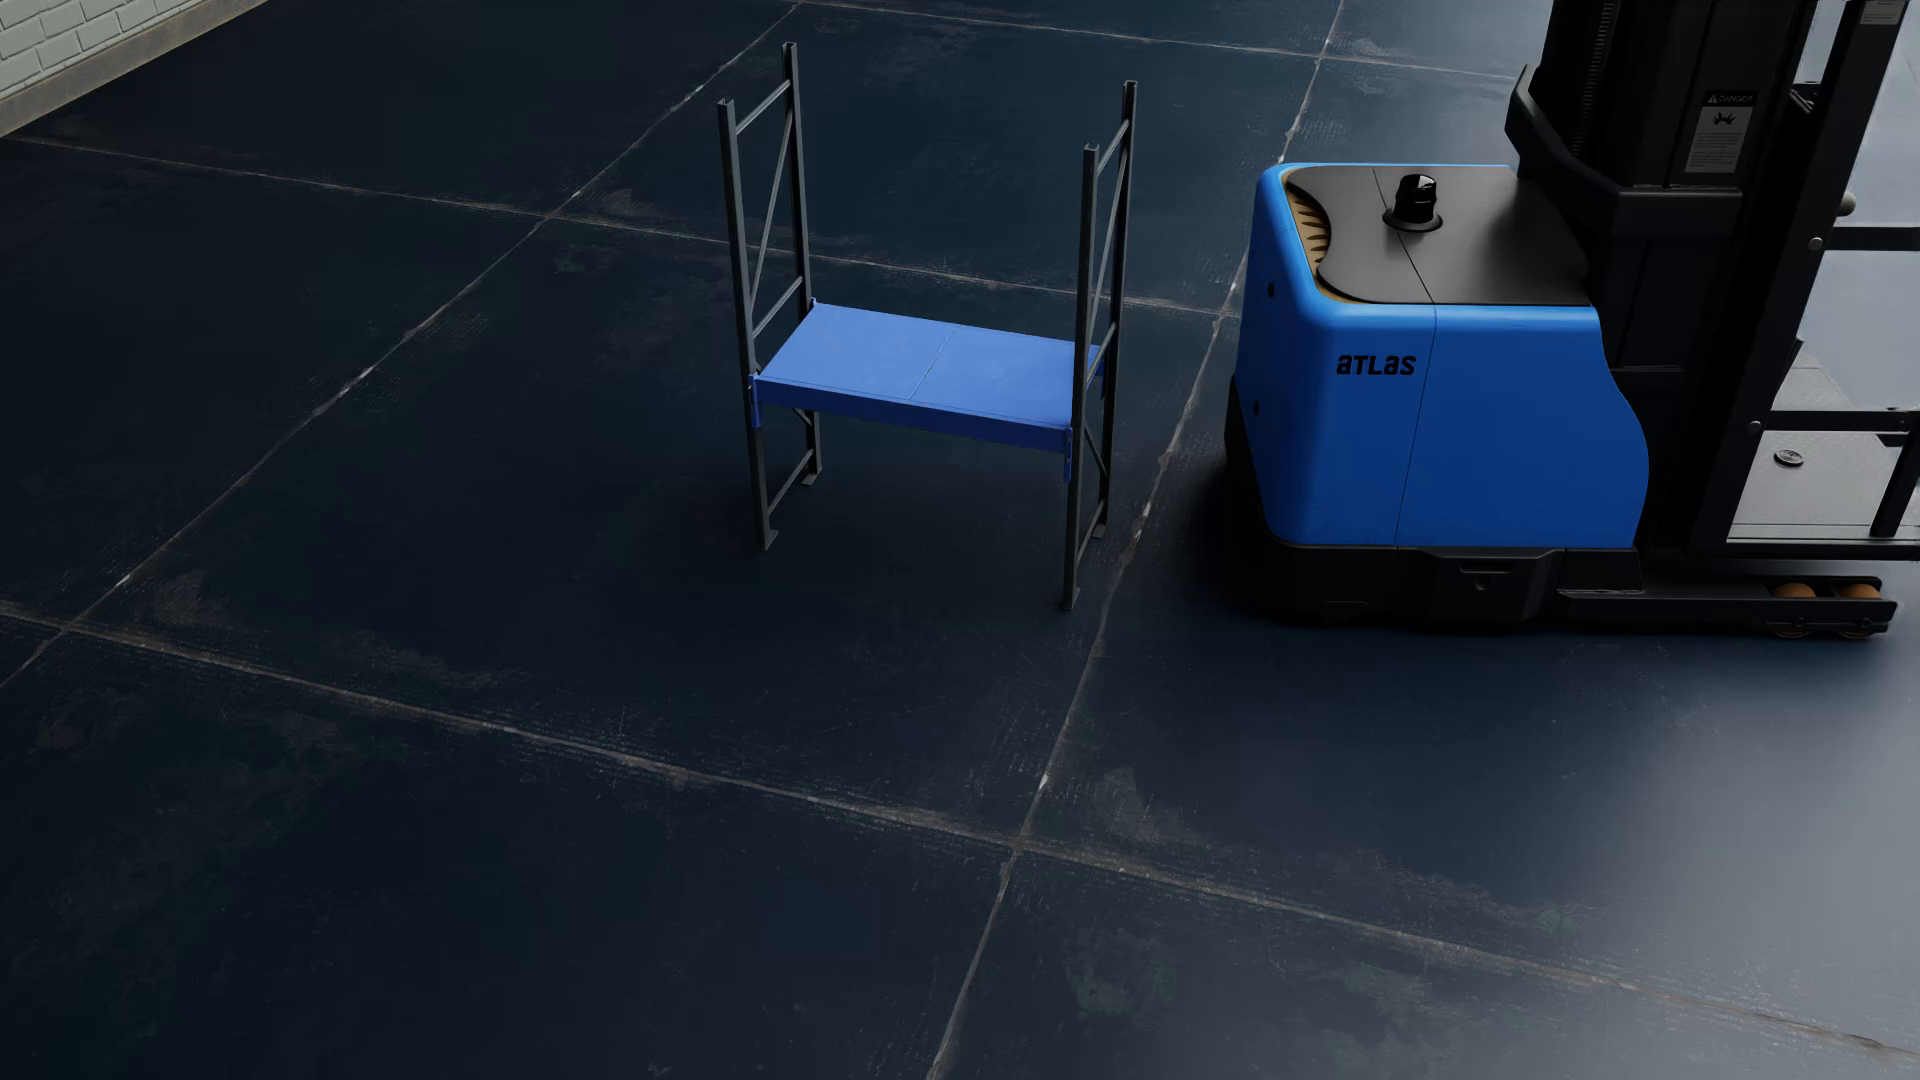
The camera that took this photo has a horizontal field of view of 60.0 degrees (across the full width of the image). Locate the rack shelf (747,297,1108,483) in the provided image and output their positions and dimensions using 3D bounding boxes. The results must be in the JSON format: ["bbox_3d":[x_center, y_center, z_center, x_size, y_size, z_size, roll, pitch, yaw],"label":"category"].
[{"bbox_3d":[-0.081,-0.474,5.096,1.000,0.185,0.538,10,38,14],"label":"rack shelf"}]

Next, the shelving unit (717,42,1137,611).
[{"bbox_3d":[-0.081,-0.619,4.989,1.048,1.500,0.538,10,38,14],"label":"shelving unit"}]

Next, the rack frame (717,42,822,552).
[{"bbox_3d":[-0.567,-0.709,5.111,0.032,1.500,0.500,10,38,14],"label":"rack frame"}]

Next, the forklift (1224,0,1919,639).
[{"bbox_3d":[2.422,-1.203,4.576,3.031,2.935,1.130,1,36,1],"label":"forklift"}]

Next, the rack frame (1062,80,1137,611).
[{"bbox_3d":[0.404,-0.529,4.867,0.032,1.500,0.500,10,38,14],"label":"rack frame"}]
